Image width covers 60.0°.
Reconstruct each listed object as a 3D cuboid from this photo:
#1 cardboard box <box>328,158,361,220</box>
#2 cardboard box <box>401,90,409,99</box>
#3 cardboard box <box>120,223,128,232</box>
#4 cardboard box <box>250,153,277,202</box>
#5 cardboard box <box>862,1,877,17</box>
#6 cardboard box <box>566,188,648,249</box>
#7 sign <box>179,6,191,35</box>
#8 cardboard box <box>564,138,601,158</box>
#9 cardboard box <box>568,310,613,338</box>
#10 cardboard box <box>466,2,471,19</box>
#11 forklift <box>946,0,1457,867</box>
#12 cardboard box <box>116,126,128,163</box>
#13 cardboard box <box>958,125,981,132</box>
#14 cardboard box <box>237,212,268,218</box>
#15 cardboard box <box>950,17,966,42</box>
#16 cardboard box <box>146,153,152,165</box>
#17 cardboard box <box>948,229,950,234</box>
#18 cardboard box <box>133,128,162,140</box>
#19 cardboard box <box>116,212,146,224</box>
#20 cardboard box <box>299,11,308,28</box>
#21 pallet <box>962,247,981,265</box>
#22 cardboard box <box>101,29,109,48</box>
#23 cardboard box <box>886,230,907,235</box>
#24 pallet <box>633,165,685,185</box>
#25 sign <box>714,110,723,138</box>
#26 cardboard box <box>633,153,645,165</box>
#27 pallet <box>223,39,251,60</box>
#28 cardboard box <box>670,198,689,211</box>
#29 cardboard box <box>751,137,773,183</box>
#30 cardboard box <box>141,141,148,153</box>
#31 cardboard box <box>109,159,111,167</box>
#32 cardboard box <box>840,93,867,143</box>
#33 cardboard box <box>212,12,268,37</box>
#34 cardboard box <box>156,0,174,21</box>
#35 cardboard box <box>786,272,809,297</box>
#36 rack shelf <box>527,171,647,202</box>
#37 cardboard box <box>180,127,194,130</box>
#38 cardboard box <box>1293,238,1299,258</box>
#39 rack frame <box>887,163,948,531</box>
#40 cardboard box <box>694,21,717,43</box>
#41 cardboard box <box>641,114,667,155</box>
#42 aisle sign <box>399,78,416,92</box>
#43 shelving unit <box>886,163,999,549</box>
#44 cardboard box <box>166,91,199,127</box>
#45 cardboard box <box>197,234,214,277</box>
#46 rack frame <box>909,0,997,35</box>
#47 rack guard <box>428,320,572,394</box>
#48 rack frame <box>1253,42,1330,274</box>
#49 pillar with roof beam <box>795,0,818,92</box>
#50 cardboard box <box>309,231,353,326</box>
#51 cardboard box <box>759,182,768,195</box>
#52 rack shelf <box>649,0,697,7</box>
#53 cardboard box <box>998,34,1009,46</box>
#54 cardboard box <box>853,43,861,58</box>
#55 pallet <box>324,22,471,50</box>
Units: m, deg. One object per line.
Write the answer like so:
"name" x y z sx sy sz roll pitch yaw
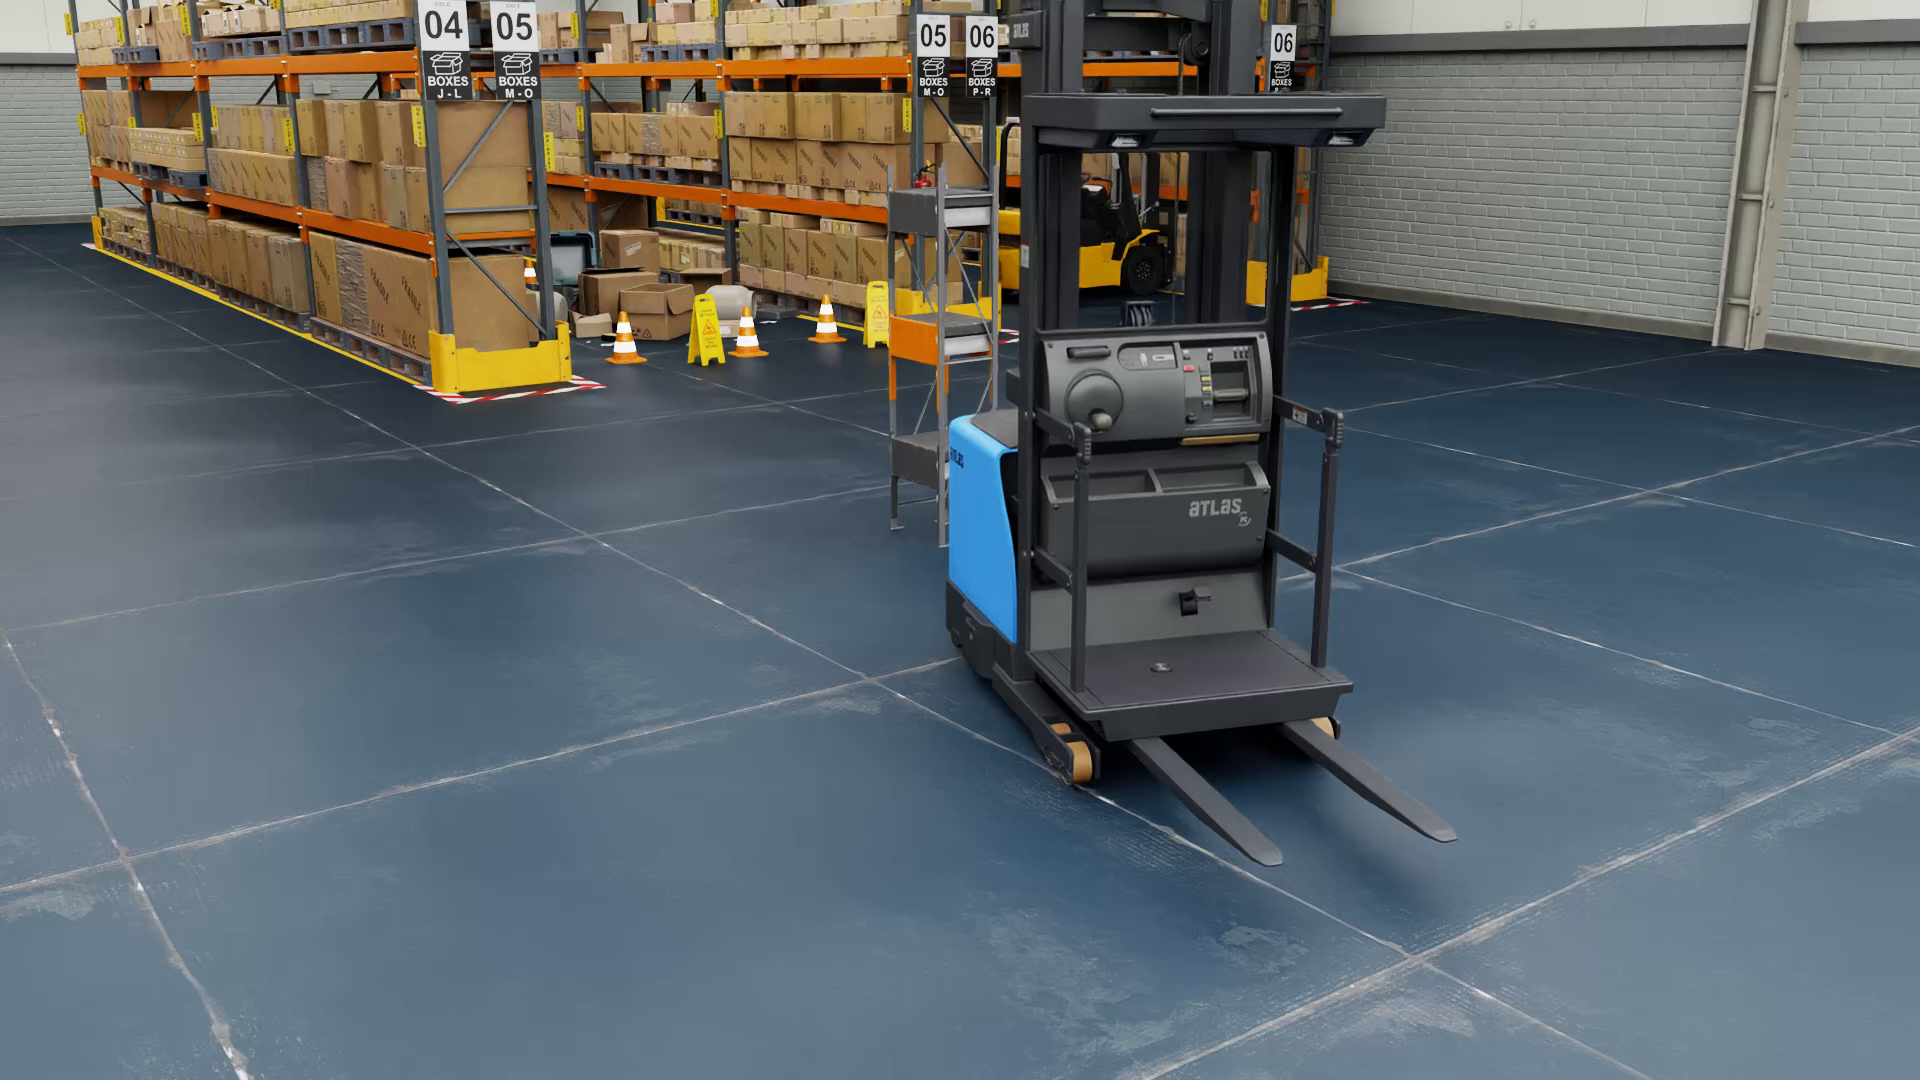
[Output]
"cardboard box" -5.571 -3.418 16.099 0.875 0.550 0.550 -11 19 -35
"cardboard box" -9.488 -7.747 28.887 0.380 0.149 0.250 -10 18 -33
"cardboard box" -12.690 -4.833 25.592 0.380 0.149 0.250 -12 19 -37
"cardboard box" -7.479 -4.004 18.334 0.500 0.500 0.500 -11 19 -34
"cardboard box" -0.788 -5.455 17.109 0.380 0.149 0.250 -11 19 -35
"cardboard box" -5.108 -4.652 24.122 0.875 0.875 0.875 -11 19 -35
"sign" -9.153 -6.137 19.654 0.100 0.325 0.005 -11 19 -35
"cardboard box" -5.259 -5.547 23.498 0.500 0.250 0.500 -11 19 -35
"cardboard box" -3.861 -2.270 17.368 0.396 0.266 0.258 -7 17 -25
"cardboard box" -4.102 -4.570 14.399 0.380 0.149 0.250 -11 19 -34
"forklift" 0.835 -0.610 6.254 1.130 2.935 3.031 -4 16 -16
"cardboard box" -11.882 -5.741 24.116 0.500 0.500 0.500 -11 19 -36
"cardboard box" 0.192 -6.018 24.465 0.380 0.149 0.250 -11 19 -35
"cardboard box" -8.923 -4.068 21.275 0.500 0.250 0.500 -12 19 -37
"cardboard box" -0.145 -5.273 17.197 0.500 0.250 0.500 -11 19 -36
"cardboard box" -10.597 -5.084 22.150 0.380 0.149 0.250 -12 19 -37
"cardboard box" -0.010 -4.869 25.387 0.875 0.625 0.625 -10 18 -33
"cardboard box" -11.037 -5.533 22.662 0.380 0.149 0.250 -10 18 -33
"cardboard box" -12.594 -4.904 25.291 0.380 0.149 0.250 -11 19 -34
"cardboard box" -6.123 -5.008 15.999 0.380 0.149 0.250 -11 19 -35
"pallet" 0.410 -4.298 24.881 1.003 0.211 1.213 -11 19 -35
"cardboard box" -12.149 -7.277 24.136 0.500 0.250 0.500 -10 18 -32
"cardboard box" -0.641 -3.175 18.487 0.500 0.500 0.500 -12 19 -37
"pallet" -3.572 -4.805 21.815 1.003 0.211 1.213 -11 19 -35
"sign" -2.864 -4.932 19.719 0.100 0.325 0.005 -11 19 -35
"cardboard box" -4.115 -5.065 22.080 0.380 0.149 0.250 -10 18 -31
"pallet" -7.632 -5.512 18.710 1.003 0.211 1.213 -10 18 -32
"cardboard box" -5.177 -6.647 32.113 0.797 0.503 0.637 -12 19 -37
"cardboard box" -2.070 -4.411 19.257 0.500 0.500 0.500 -11 19 -35
"cardboard box" -10.746 -5.282 22.311 0.380 0.149 0.250 -12 19 -37
"cardboard box" -12.930 -5.844 25.721 0.380 0.149 0.250 -10 18 -32
"cardboard box" -0.833 -4.464 17.558 0.700 0.500 0.500 -11 19 -34
"cardboard box" -8.171 -5.854 18.899 0.500 0.250 0.500 -10 18 -33
"cardboard box" -9.934 -6.706 21.074 0.396 0.266 0.258 -11 19 -35
"cardboard box" -1.651 -2.943 19.061 0.500 0.250 0.500 -11 19 -35
"rack shelf" -5.945 -5.394 24.966 1.077 0.370 4.000 -11 19 -35
"cardboard box" -10.671 -5.691 23.242 0.380 0.149 0.250 -10 18 -32
"cardboard box" 3.840 -3.627 20.613 0.500 0.250 0.500 -10 18 -34
"rack frame" -0.241 -1.100 9.618 0.400 2.100 0.015 -11 19 -35
"cardboard box" -2.877 -6.139 20.132 0.500 0.250 0.500 -11 19 -36
"cardboard box" -3.774 -5.246 21.513 0.500 0.500 0.500 -12 19 -37
"aisle sign" -9.749 -8.247 29.101 0.394 0.787 0.004 -11 19 -35
"shelving unit" -0.097 -1.048 9.428 0.431 2.100 0.503 -11 19 -35
"cardboard box" -11.133 -6.187 23.851 0.500 0.500 0.500 -10 18 -33
"cardboard box" -9.312 -3.621 21.064 0.500 0.500 0.500 -11 19 -35
"rack frame" -0.065 -6.500 16.277 1.000 3.000 0.127 -11 19 -35
"rack guard" -3.995 -1.605 14.494 1.175 0.500 0.348 -11 19 -35
"rack frame" 3.948 -4.377 19.887 1.000 3.000 0.127 -11 19 -35
"pillar with roof beam" -6.270 -9.454 27.070 9.100 9.000 0.400 -11 19 -35
"cardboard box" -6.048 -2.703 16.998 0.875 0.875 0.875 -11 19 -34
"cardboard box" -2.120 -4.124 19.438 0.380 0.149 0.250 -11 19 -35
"rack shelf" -4.284 -9.912 30.113 1.077 0.370 4.000 -11 19 -35
"cardboard box" 0.704 -6.995 23.262 0.380 0.149 0.250 -11 19 -35
"cardboard box" -0.897 -5.139 17.464 0.380 0.149 0.250 -11 19 -34
"pallet" -5.176 -4.638 15.324 1.003 0.211 1.213 -11 19 -35
